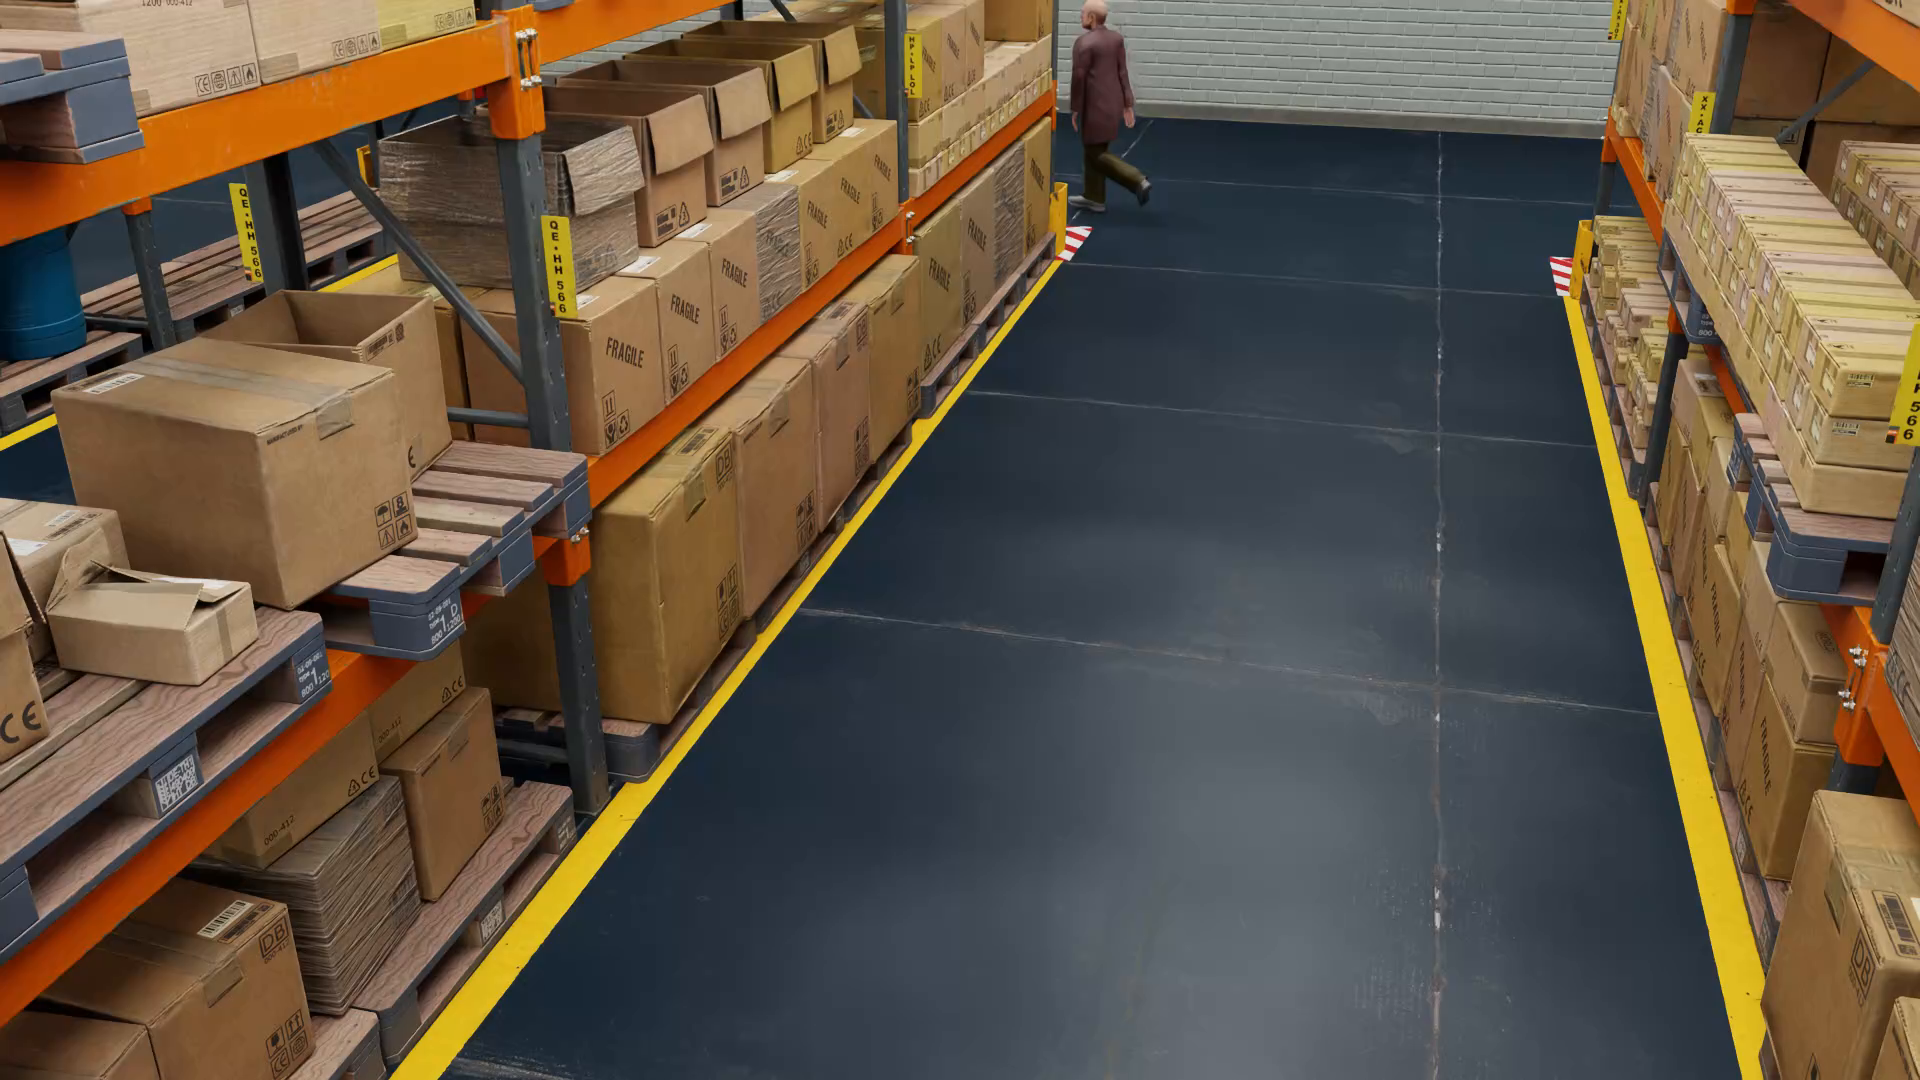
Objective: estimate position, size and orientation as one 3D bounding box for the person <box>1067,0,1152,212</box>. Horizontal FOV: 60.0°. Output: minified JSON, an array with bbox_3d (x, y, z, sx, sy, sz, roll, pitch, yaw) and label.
[{"bbox_3d":[1.214,-3.549,13.736,0.877,1.747,0.613,21,32,38],"label":"person"}]
